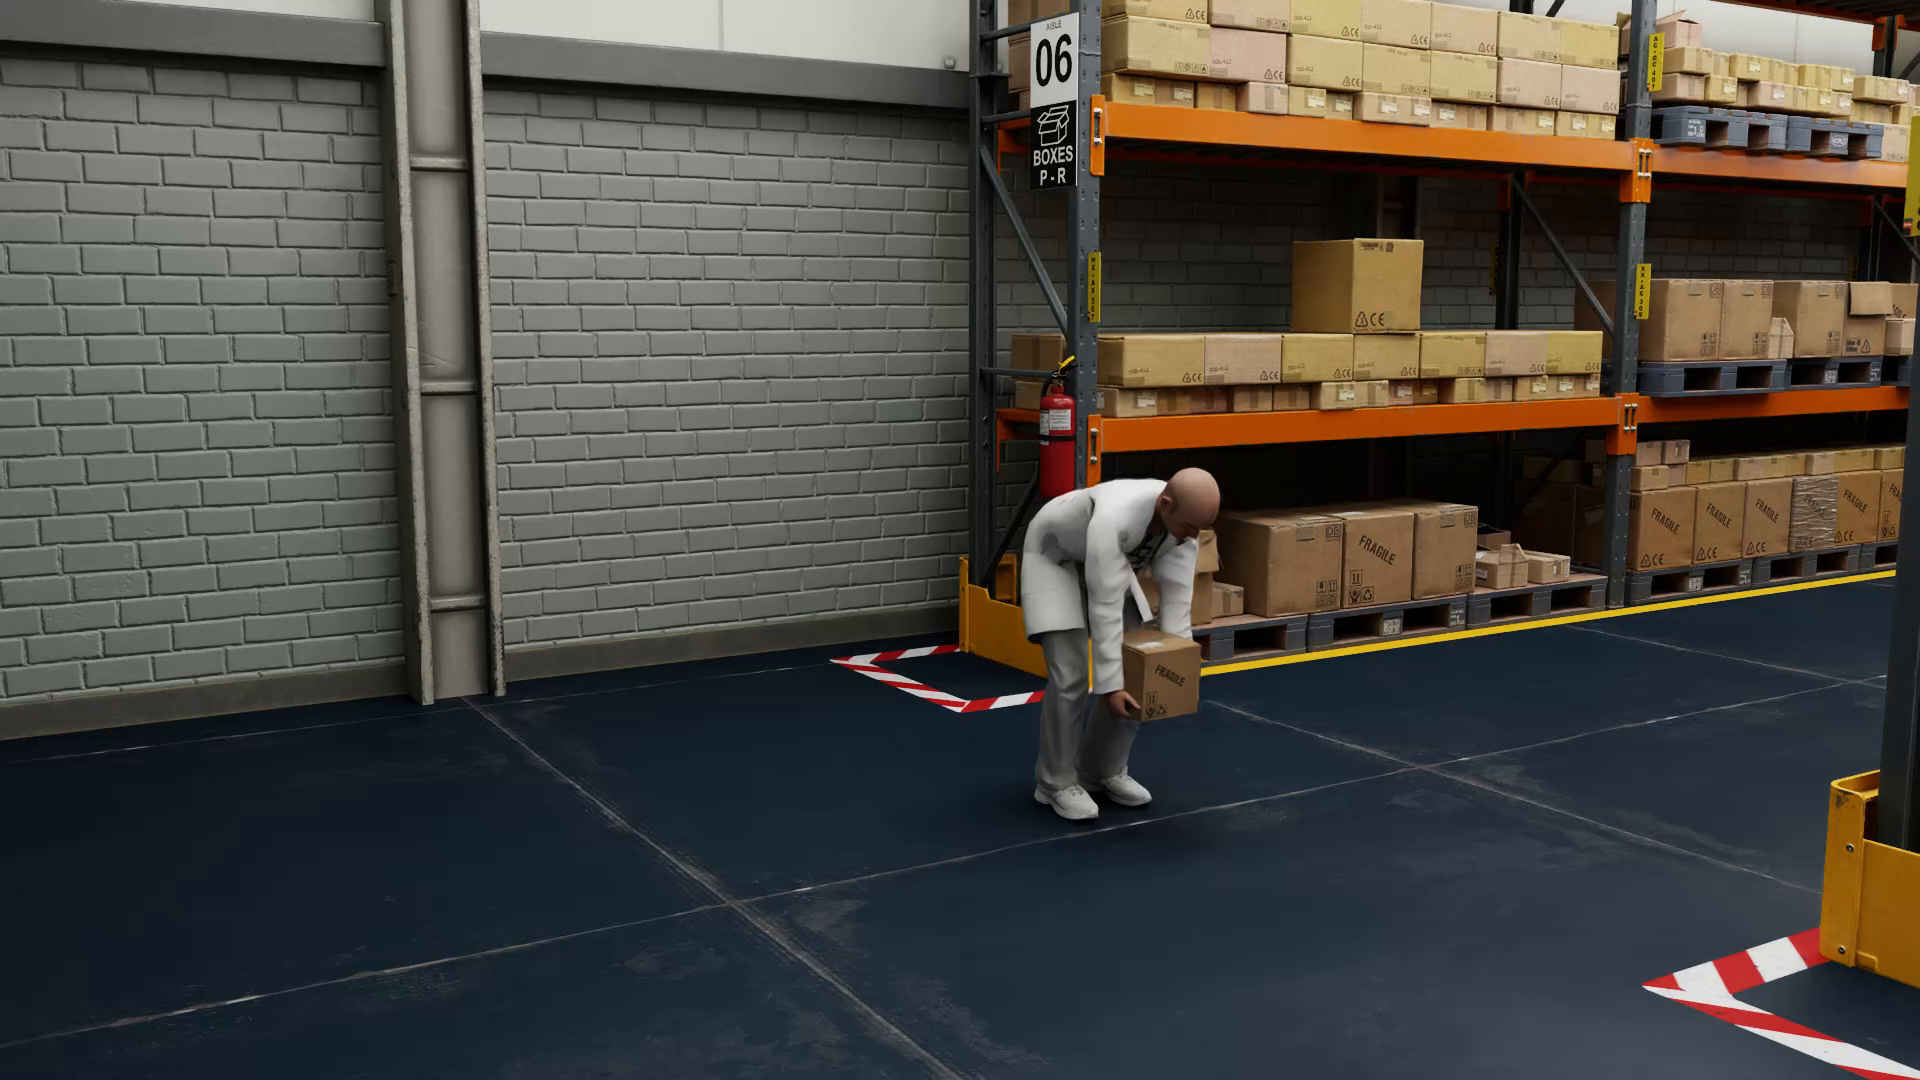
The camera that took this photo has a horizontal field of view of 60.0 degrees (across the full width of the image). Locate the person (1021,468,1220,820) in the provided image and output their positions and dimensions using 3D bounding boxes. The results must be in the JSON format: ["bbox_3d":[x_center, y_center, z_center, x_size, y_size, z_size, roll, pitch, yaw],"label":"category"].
[{"bbox_3d":[0.582,0.380,5.973,0.553,1.279,0.914,-5,9,-32],"label":"person"}]
